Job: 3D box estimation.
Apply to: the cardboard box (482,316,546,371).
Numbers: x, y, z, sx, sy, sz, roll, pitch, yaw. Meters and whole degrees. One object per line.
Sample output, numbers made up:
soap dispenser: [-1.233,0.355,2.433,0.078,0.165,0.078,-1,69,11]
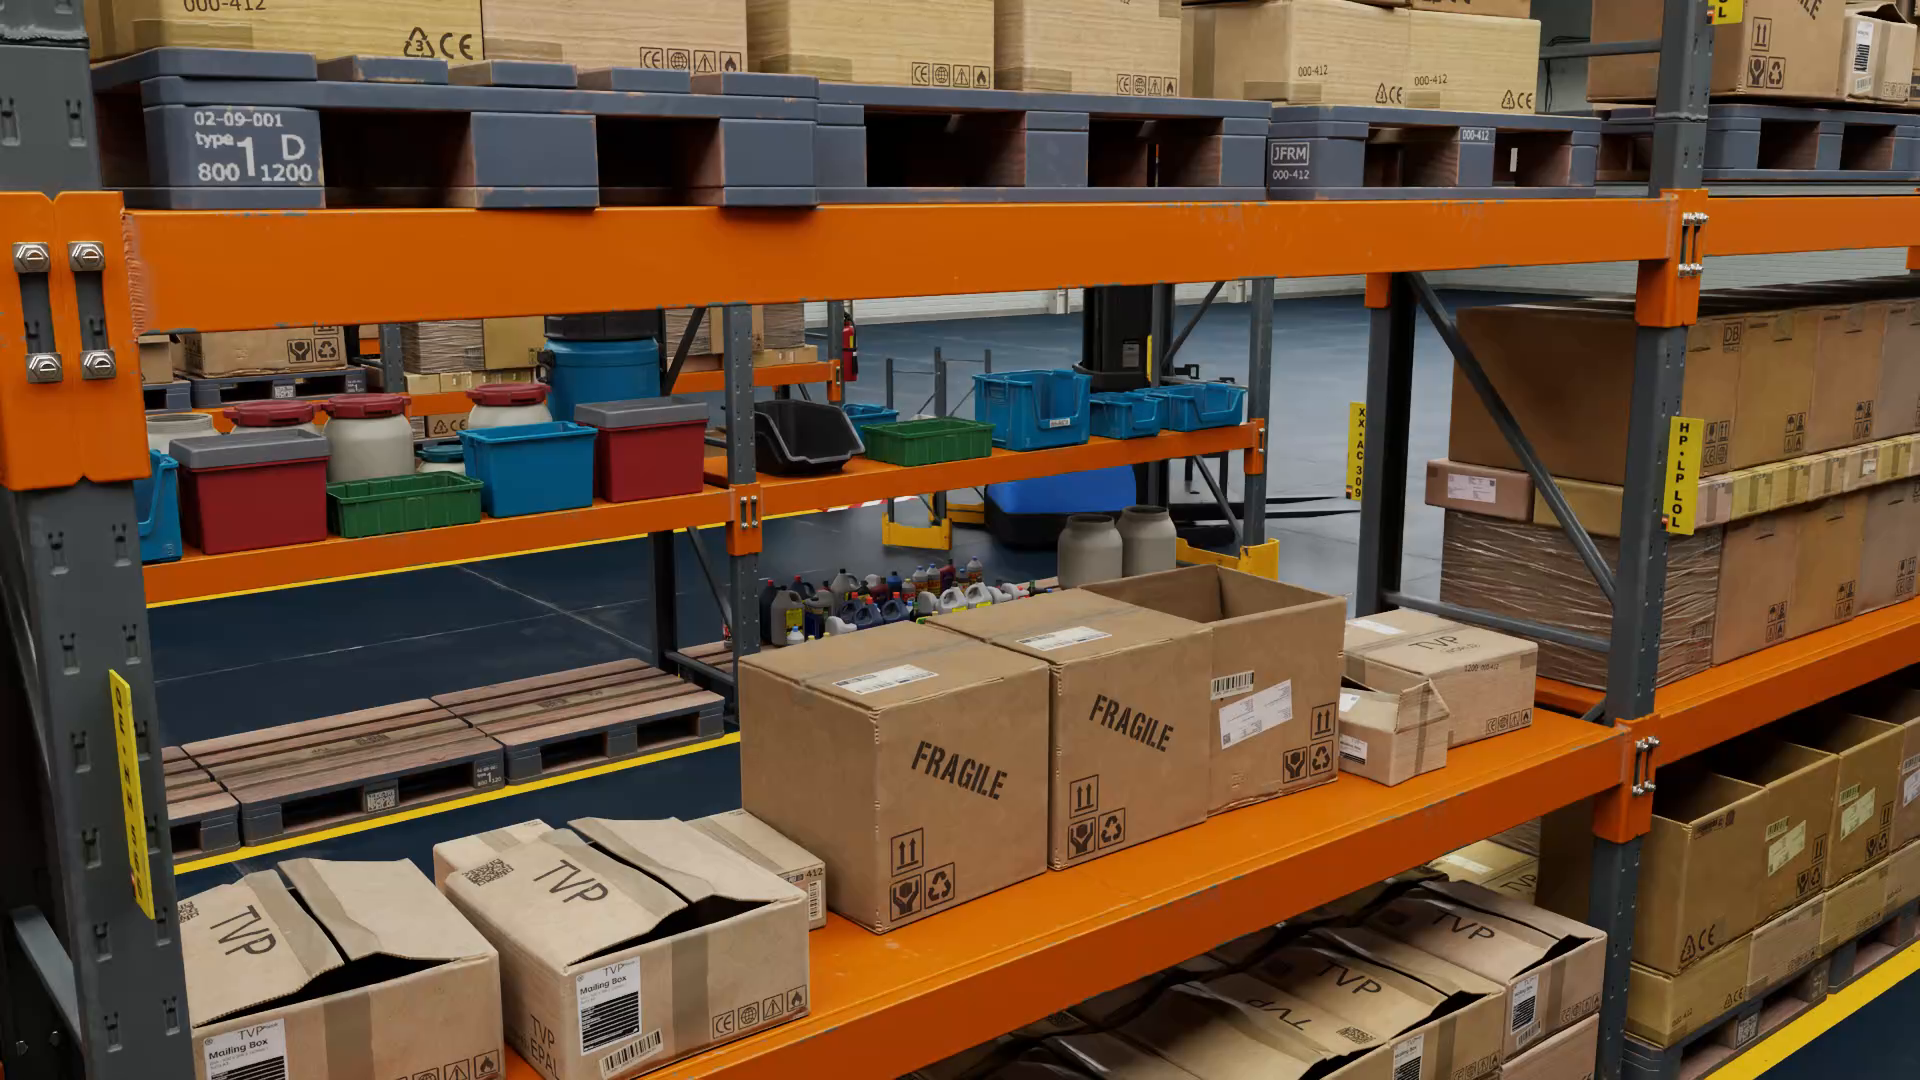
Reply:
cardboard box: [-3.709,-1.648,13.213,0.500,0.500,0.875,-9,15,-38]

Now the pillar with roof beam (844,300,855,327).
pillar with roof beam: [0.270,-8.127,30.236,0.548,9.000,9.100,-9,15,-38]

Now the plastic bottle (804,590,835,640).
plastic bottle: [-0.833,0.440,9.835,0.135,0.276,0.152,-9,15,-38]

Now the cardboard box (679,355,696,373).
cardboard box: [-2.448,-1.507,14.110,0.250,0.149,0.380,-9,15,-38]

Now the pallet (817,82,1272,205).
pallet: [-0.104,-0.843,3.611,1.213,0.211,1.003,-9,15,-35]

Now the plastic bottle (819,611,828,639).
plastic bottle: [-0.727,0.537,9.361,0.133,0.283,0.061,-9,15,-38]

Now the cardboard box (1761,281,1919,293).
cardboard box: [3.583,-0.742,6.536,0.500,0.500,0.700,-9,15,-37]

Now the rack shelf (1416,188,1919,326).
rack shelf: [3.235,-1.114,6.164,4.000,0.370,1.077,-9,15,-38]

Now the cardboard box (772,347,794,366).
cardboard box: [-1.678,-1.640,14.734,0.250,0.149,0.380,-9,15,-38]

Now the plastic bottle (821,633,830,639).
plastic bottle: [-0.736,0.614,9.194,0.097,0.201,0.097,0,12,0]

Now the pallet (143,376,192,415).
pallet: [-6.115,-0.997,11.565,1.213,0.211,1.003,-9,15,-38]

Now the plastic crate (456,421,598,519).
plastic crate: [-2.085,-0.342,8.055,0.575,0.384,0.392,-9,15,-38]

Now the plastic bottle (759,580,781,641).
plastic bottle: [-1.095,0.407,9.808,0.185,0.351,0.144,-10,16,-39]

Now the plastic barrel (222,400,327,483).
plastic barrel: [-3.213,-0.370,7.821,0.433,0.535,0.433,0,12,0]

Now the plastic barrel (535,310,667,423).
plastic barrel: [-1.909,-0.787,8.908,0.708,0.901,0.600,-9,15,-38]

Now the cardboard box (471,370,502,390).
cardboard box: [-3.775,-1.270,12.992,0.250,0.149,0.380,-9,15,-38]

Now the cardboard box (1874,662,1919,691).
cardboard box: [3.793,0.765,6.610,0.500,0.500,0.500,-9,15,-38]

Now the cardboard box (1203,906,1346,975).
cardboard box: [0.801,1.203,4.999,0.500,0.311,0.500,-10,15,-38]

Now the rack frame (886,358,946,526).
rack frame: [-0.346,-0.685,13.244,0.500,1.500,0.032,5,13,21]

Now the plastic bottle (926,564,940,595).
plastic bottle: [-0.172,0.286,10.567,0.097,0.271,0.097,0,12,0]

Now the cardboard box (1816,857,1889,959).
cardboard box: [3.012,1.261,6.076,0.500,0.250,0.500,-9,15,-38]

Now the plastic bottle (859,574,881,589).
plastic bottle: [-0.564,0.356,10.227,0.135,0.276,0.152,-9,15,-37]

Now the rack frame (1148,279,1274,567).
rack frame: [1.706,-1.062,11.409,0.127,3.000,1.000,-9,15,-38]

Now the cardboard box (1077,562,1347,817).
cardboard box: [0.652,0.377,4.390,0.500,0.500,0.500,-8,14,-34]

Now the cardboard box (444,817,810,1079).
cardboard box: [-0.630,0.739,3.143,0.500,0.311,0.500,-10,15,-38]

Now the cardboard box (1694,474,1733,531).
cardboard box: [2.200,-0.141,5.271,0.250,0.149,0.380,-9,15,-37]

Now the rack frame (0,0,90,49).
rack frame: [-1.450,-2.155,2.112,0.127,3.000,1.000,-9,15,-38]

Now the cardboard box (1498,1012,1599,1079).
cardboard box: [1.531,1.501,4.946,0.500,0.250,0.500,-10,15,-38]

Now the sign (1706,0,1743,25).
sign: [2.020,-1.527,4.373,0.005,0.325,0.100,-9,15,-38]

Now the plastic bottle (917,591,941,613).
plastic bottle: [-0.161,0.436,9.851,0.135,0.276,0.152,-9,15,-38]

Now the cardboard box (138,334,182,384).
cardboard box: [-5.808,-1.362,11.564,0.637,0.503,0.797,-8,14,-32]

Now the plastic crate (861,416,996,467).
plastic crate: [-0.181,-0.570,9.601,0.662,0.188,0.450,-9,15,-38]

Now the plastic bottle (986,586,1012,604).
plastic bottle: [0.223,0.411,9.971,0.135,0.276,0.152,-10,16,-39]

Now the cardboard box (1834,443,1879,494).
cardboard box: [3.008,-0.277,5.908,0.250,0.149,0.380,-10,16,-39]

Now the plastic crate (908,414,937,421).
plastic crate: [-0.308,-0.666,10.178,0.437,0.136,0.530,-9,15,-38]

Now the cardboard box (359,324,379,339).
cardboard box: [-6.340,-2.413,17.411,0.550,0.550,0.875,-9,15,-38]

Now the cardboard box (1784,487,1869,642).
cardboard box: [2.818,0.019,6.075,0.500,0.500,0.700,-9,15,-37]

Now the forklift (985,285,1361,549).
forklift: [1.776,-1.484,13.559,3.031,2.935,1.130,-2,12,-8]

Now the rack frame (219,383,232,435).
rack frame: [-7.532,-2.164,16.598,0.127,3.000,1.000,-9,15,-38]

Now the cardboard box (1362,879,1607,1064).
cardboard box: [1.537,1.225,4.896,0.500,0.311,0.500,-9,15,-38]

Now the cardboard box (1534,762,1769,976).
cardboard box: [2.231,1.024,5.387,0.500,0.500,0.500,-9,15,-38]

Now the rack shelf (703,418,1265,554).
rack shelf: [0.144,-0.451,10.262,4.000,0.370,1.077,-9,15,-38]

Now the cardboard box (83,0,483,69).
cardboard box: [-1.131,-0.888,2.715,0.500,0.250,0.500,-11,16,-42]

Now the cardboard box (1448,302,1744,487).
cardboard box: [2.016,-0.481,5.310,0.500,0.500,0.700,-9,15,-37]

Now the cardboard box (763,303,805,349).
cardboard box: [-1.835,-1.993,14.836,0.500,0.500,0.875,-9,15,-38]

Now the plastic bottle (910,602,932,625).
plastic bottle: [-0.226,0.494,9.562,0.133,0.283,0.061,-9,15,-35]

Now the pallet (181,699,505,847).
pallet: [-2.960,1.088,7.995,1.213,0.211,1.003,-9,15,-38]

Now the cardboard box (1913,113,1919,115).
cardboard box: [3.629,-1.691,6.018,0.500,0.311,0.500,-7,14,-31]

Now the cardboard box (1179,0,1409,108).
cardboard box: [0.759,-1.188,4.132,0.500,0.250,0.500,-11,17,-43]

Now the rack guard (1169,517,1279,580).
rack guard: [1.676,0.178,11.586,0.348,0.500,1.175,-9,15,-38]

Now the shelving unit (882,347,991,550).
shelving unit: [-0.166,-0.782,13.700,0.587,1.500,1.083,5,13,21]
